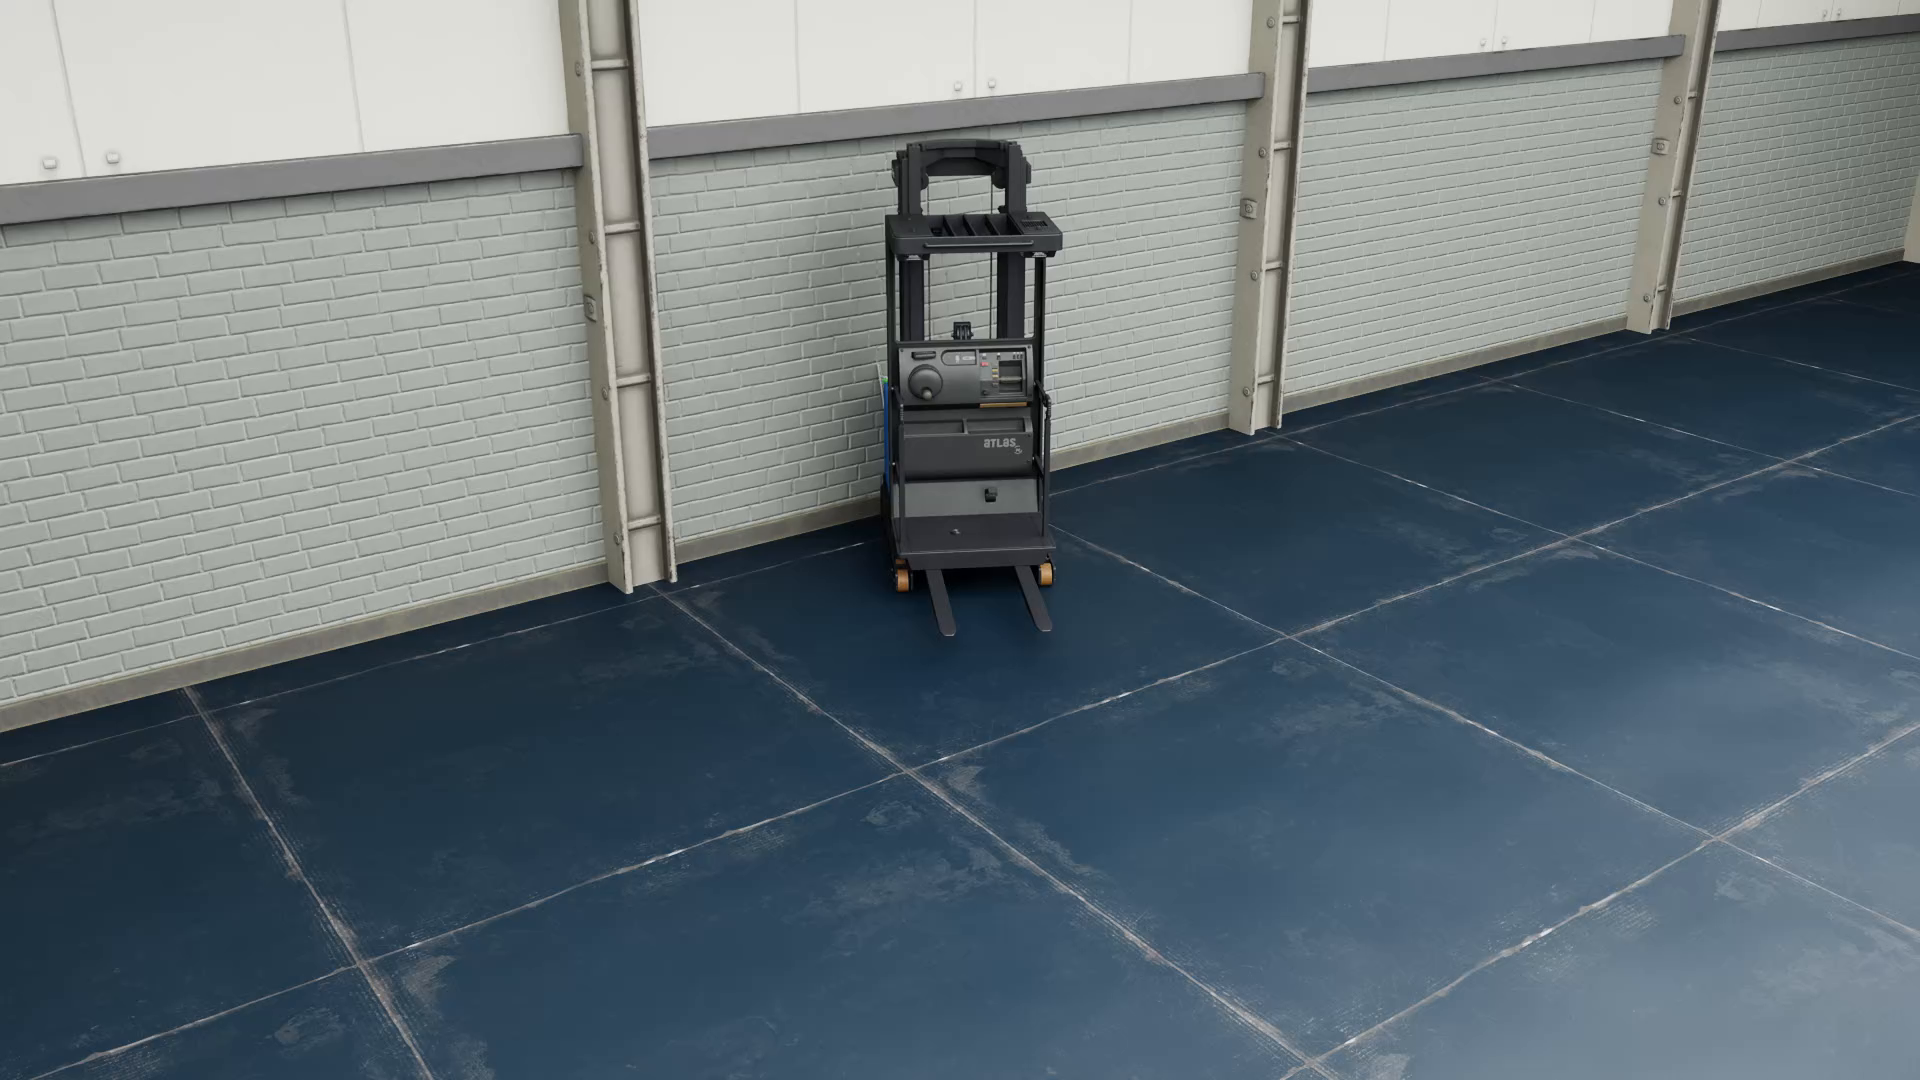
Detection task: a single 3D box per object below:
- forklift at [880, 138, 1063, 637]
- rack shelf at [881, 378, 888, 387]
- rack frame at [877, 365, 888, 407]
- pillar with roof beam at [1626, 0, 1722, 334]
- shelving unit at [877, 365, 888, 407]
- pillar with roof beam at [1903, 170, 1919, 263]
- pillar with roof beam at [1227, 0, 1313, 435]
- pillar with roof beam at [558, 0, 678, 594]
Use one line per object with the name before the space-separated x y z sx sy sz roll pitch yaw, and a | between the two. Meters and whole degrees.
forklift | 0.068 -1.132 11.278 1.130 2.935 3.031 -2 22 -6
rack shelf | -0.328 -1.198 12.586 0.480 0.148 0.258 -23 28 -30
rack frame | -0.471 -0.740 12.630 0.015 1.200 0.240 -23 28 -30
pillar with roof beam | 10.023 -5.199 13.282 0.400 9.000 9.100 -15 26 -33
shelving unit | -0.276 -0.821 12.753 0.503 1.200 0.258 -23 28 -30
pillar with roof beam | 14.894 -6.497 16.537 0.400 9.000 9.100 -15 26 -33
pillar with roof beam | 5.153 -3.900 10.028 0.400 9.000 9.100 -15 26 -33
pillar with roof beam | 0.282 -2.601 6.773 0.400 9.000 9.100 -15 26 -33
